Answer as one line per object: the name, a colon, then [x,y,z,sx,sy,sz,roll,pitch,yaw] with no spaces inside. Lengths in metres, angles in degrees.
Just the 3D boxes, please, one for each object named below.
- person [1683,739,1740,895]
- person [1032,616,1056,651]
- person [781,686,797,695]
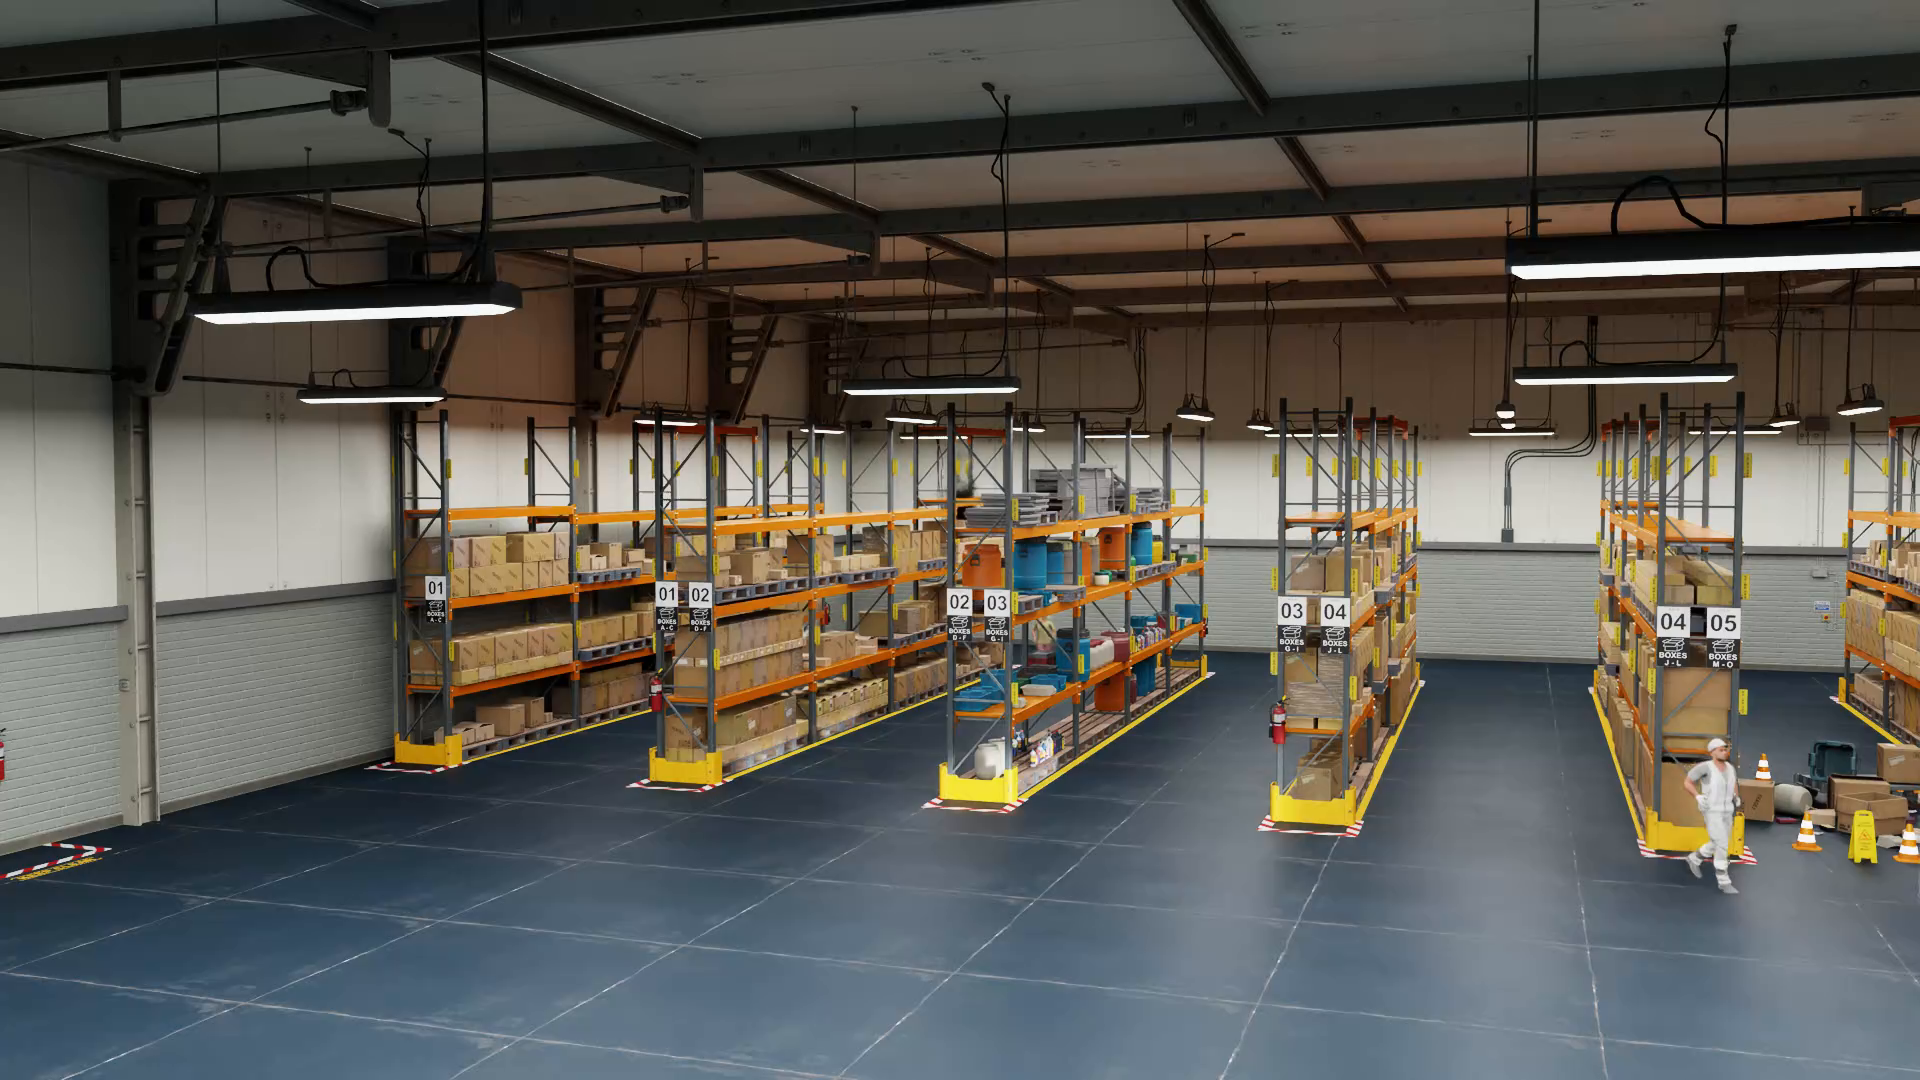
person: [9.038,3.273,19.886,0.711,1.806,0.832,-1,3,-17]
person: [1.998,2.483,39.808,0.600,1.617,0.796,0,2,9]
person: [-3.814,2.584,36.431,0.582,1.664,0.873,1,3,16]
